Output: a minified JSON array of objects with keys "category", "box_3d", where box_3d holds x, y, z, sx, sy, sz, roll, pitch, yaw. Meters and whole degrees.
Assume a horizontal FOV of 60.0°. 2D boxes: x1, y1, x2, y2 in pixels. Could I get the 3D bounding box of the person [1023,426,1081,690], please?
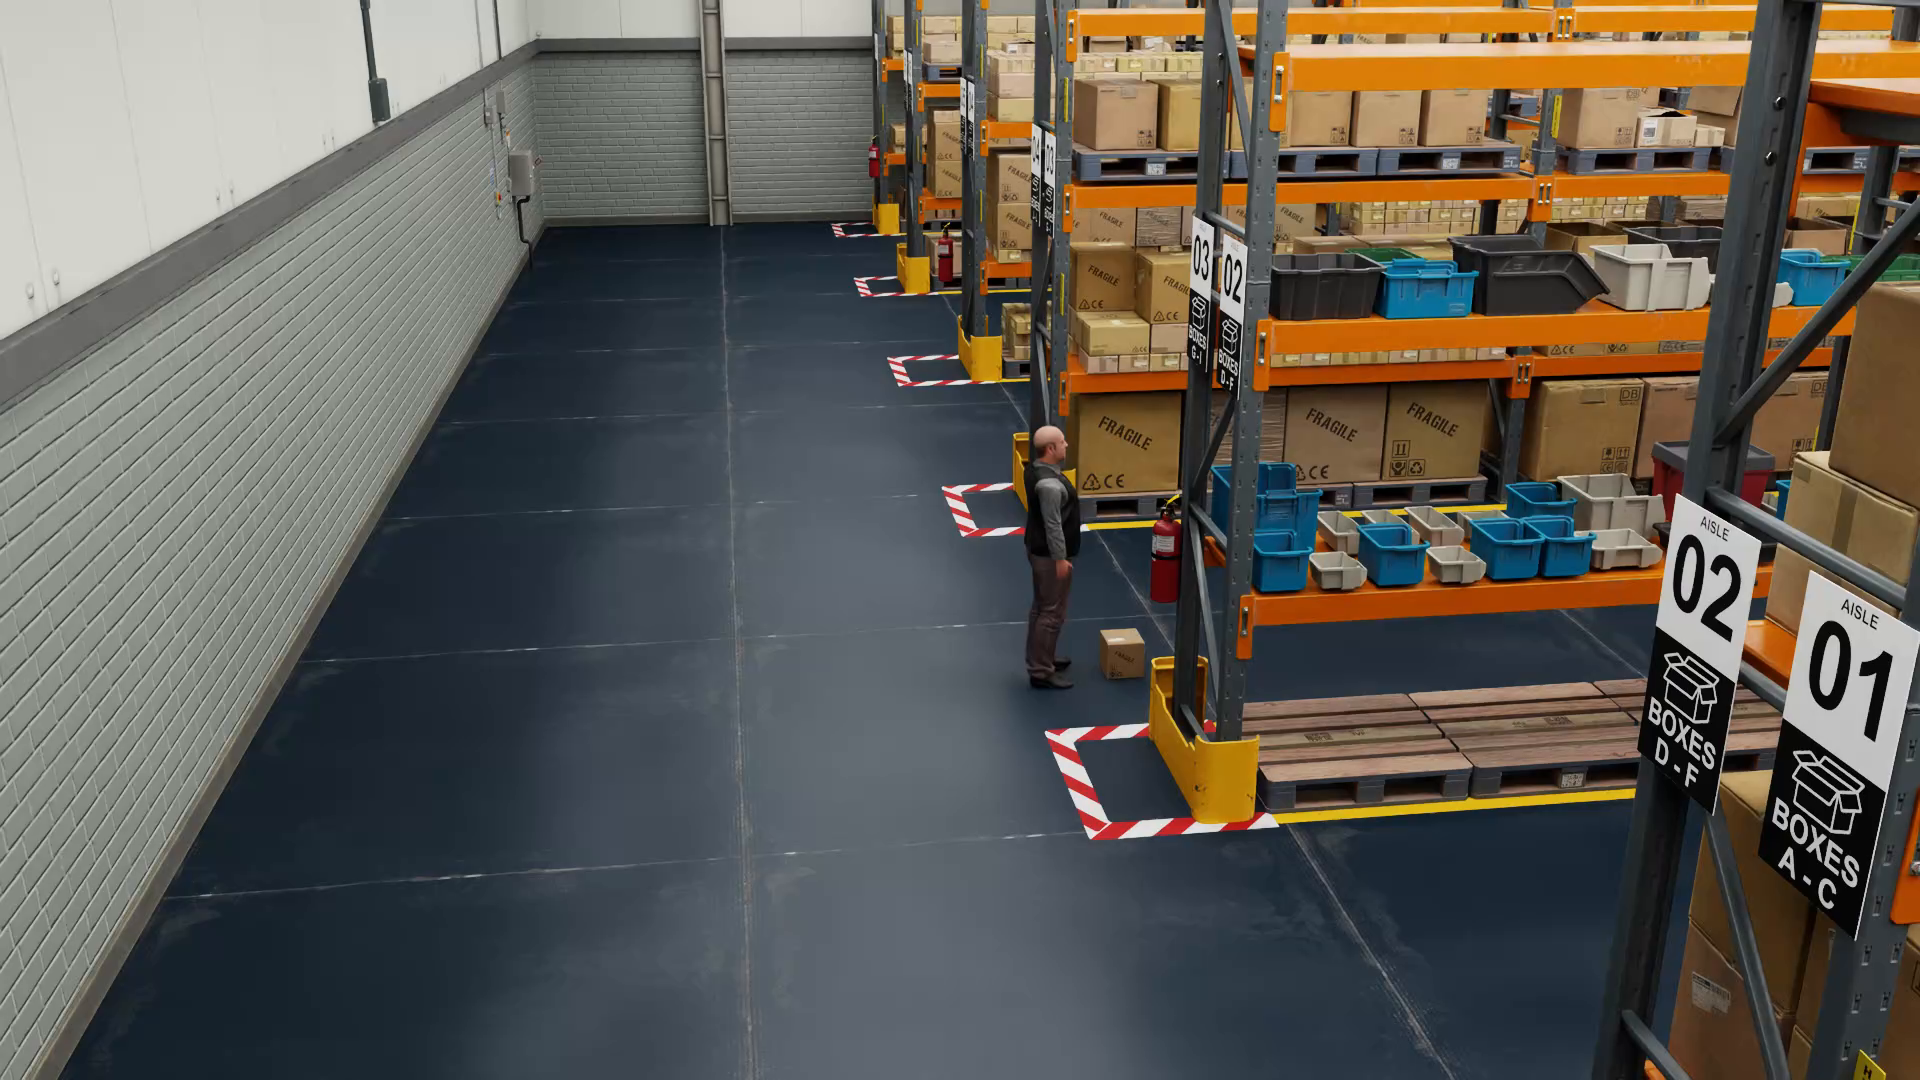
[{"category":"person","box_3d":[0.599,0.101,10.859,0.361,1.745,0.539,-3,20,-7]}]
